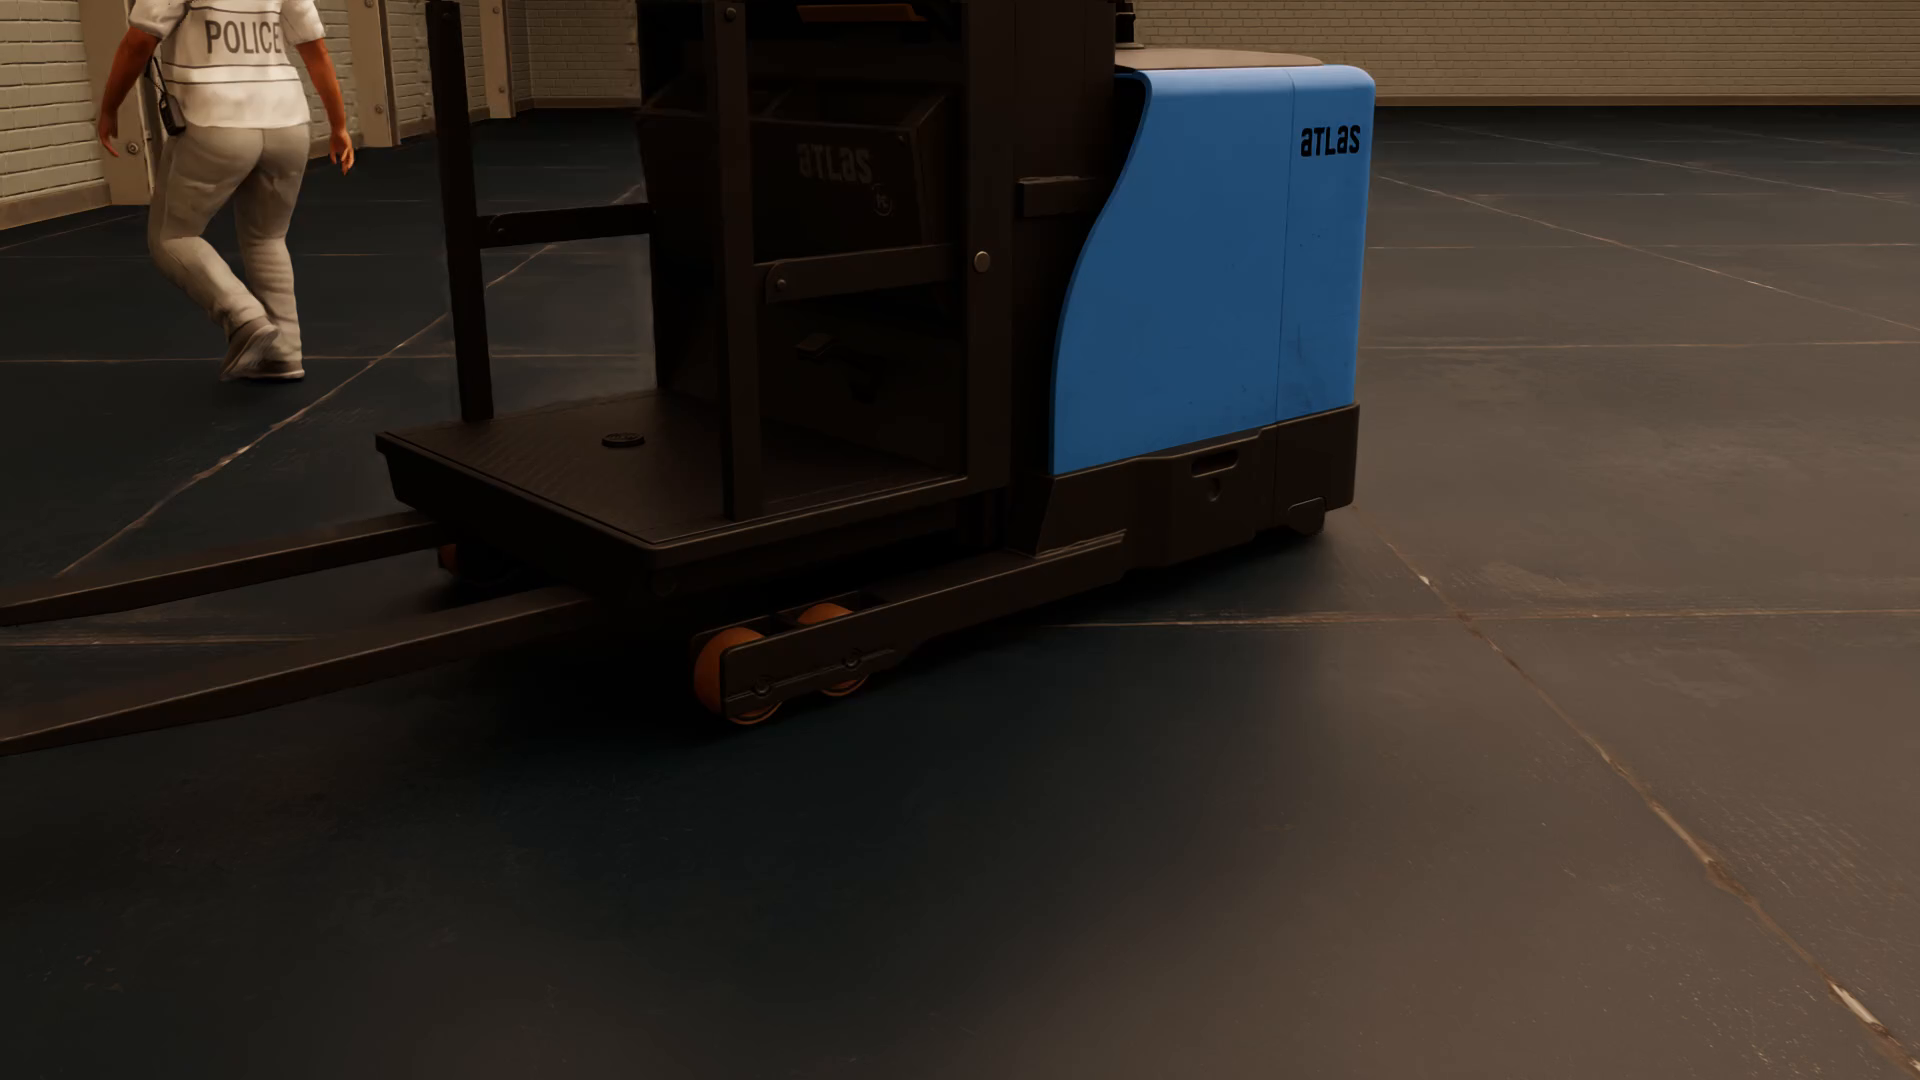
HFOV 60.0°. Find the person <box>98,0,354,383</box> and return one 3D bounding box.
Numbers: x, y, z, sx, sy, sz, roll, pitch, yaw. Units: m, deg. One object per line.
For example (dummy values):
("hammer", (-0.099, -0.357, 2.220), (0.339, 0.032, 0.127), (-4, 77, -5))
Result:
("person", (-2.353, -1.312, 5.407), (0.494, 1.647, 0.689), (11, 20, 33))

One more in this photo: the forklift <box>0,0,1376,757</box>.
("forklift", (-0.494, -1.254, 3.007), (3.031, 2.935, 1.130), (-14, 22, -39))
